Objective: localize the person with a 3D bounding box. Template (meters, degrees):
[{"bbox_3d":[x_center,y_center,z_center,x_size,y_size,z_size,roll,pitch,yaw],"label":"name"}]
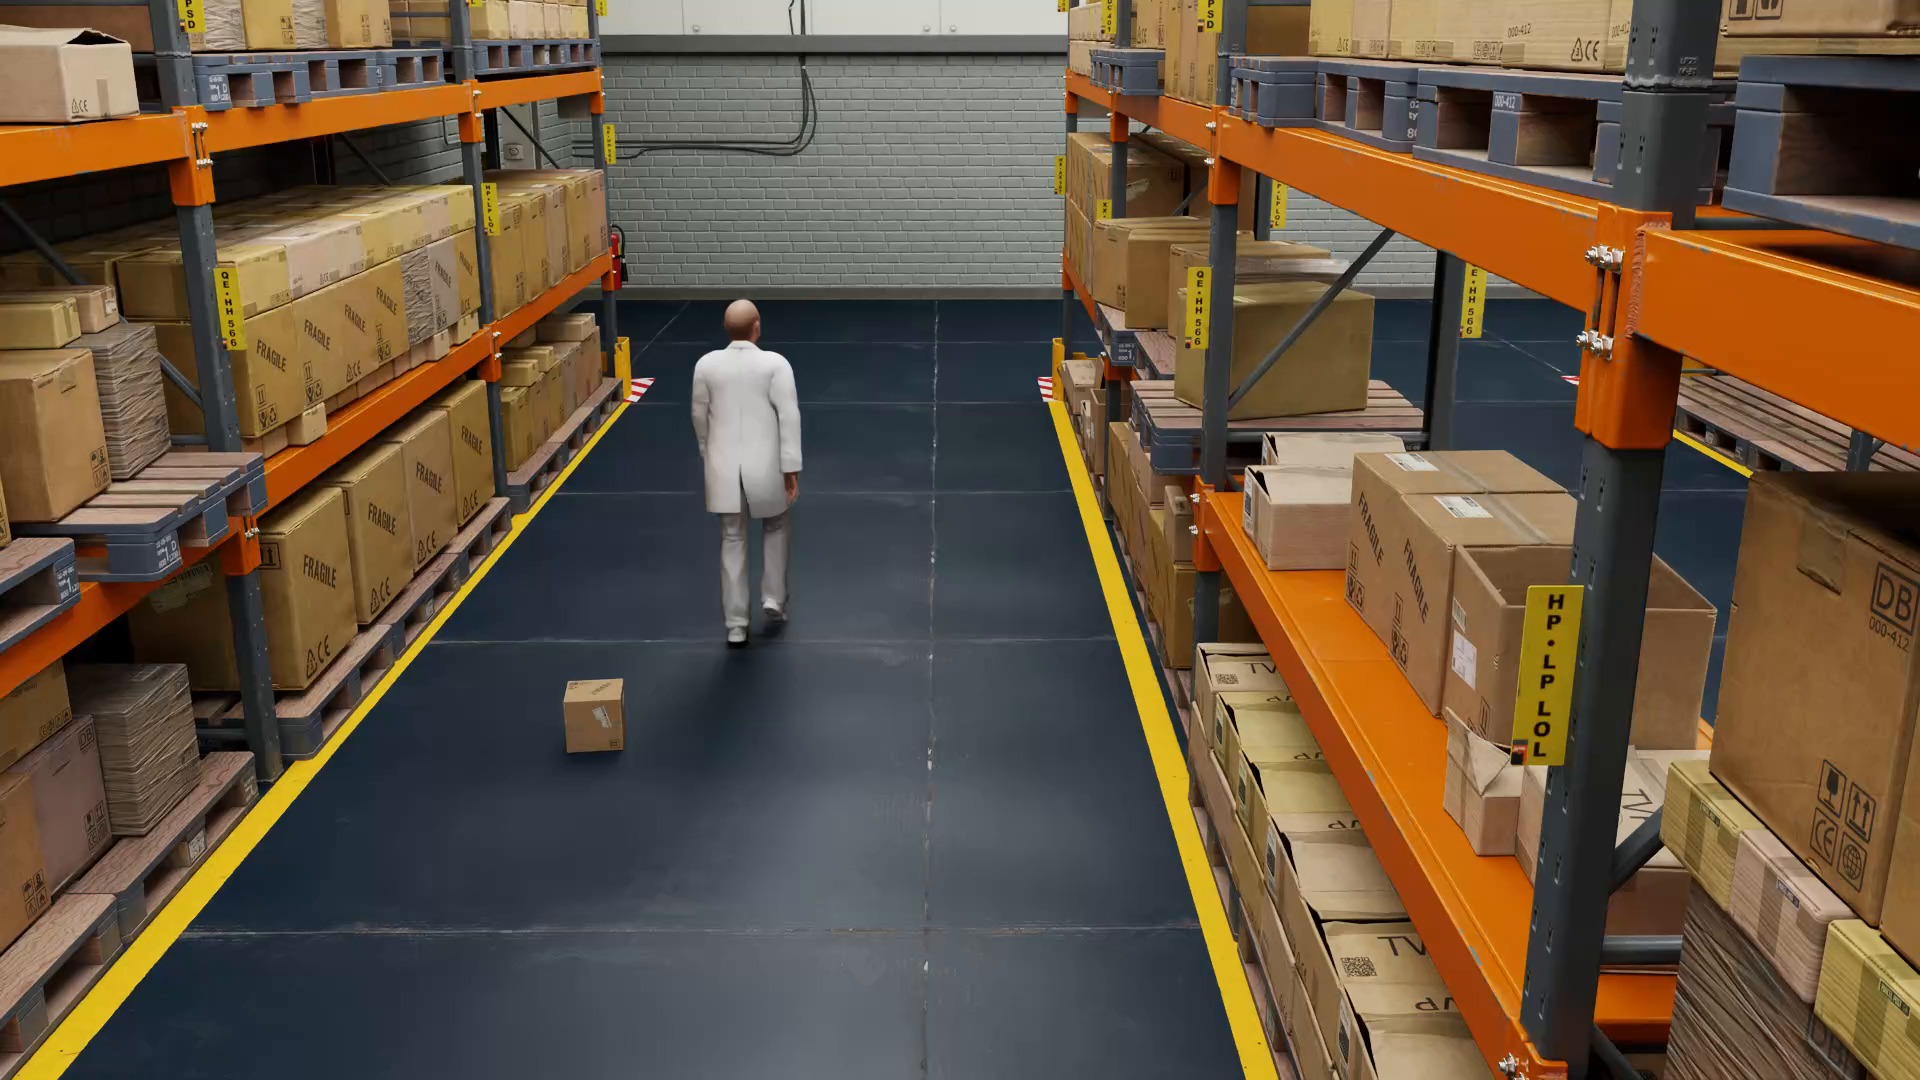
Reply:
[{"bbox_3d":[-1.110,-0.333,8.778,0.616,1.863,0.666,1,17,3],"label":"person"}]
